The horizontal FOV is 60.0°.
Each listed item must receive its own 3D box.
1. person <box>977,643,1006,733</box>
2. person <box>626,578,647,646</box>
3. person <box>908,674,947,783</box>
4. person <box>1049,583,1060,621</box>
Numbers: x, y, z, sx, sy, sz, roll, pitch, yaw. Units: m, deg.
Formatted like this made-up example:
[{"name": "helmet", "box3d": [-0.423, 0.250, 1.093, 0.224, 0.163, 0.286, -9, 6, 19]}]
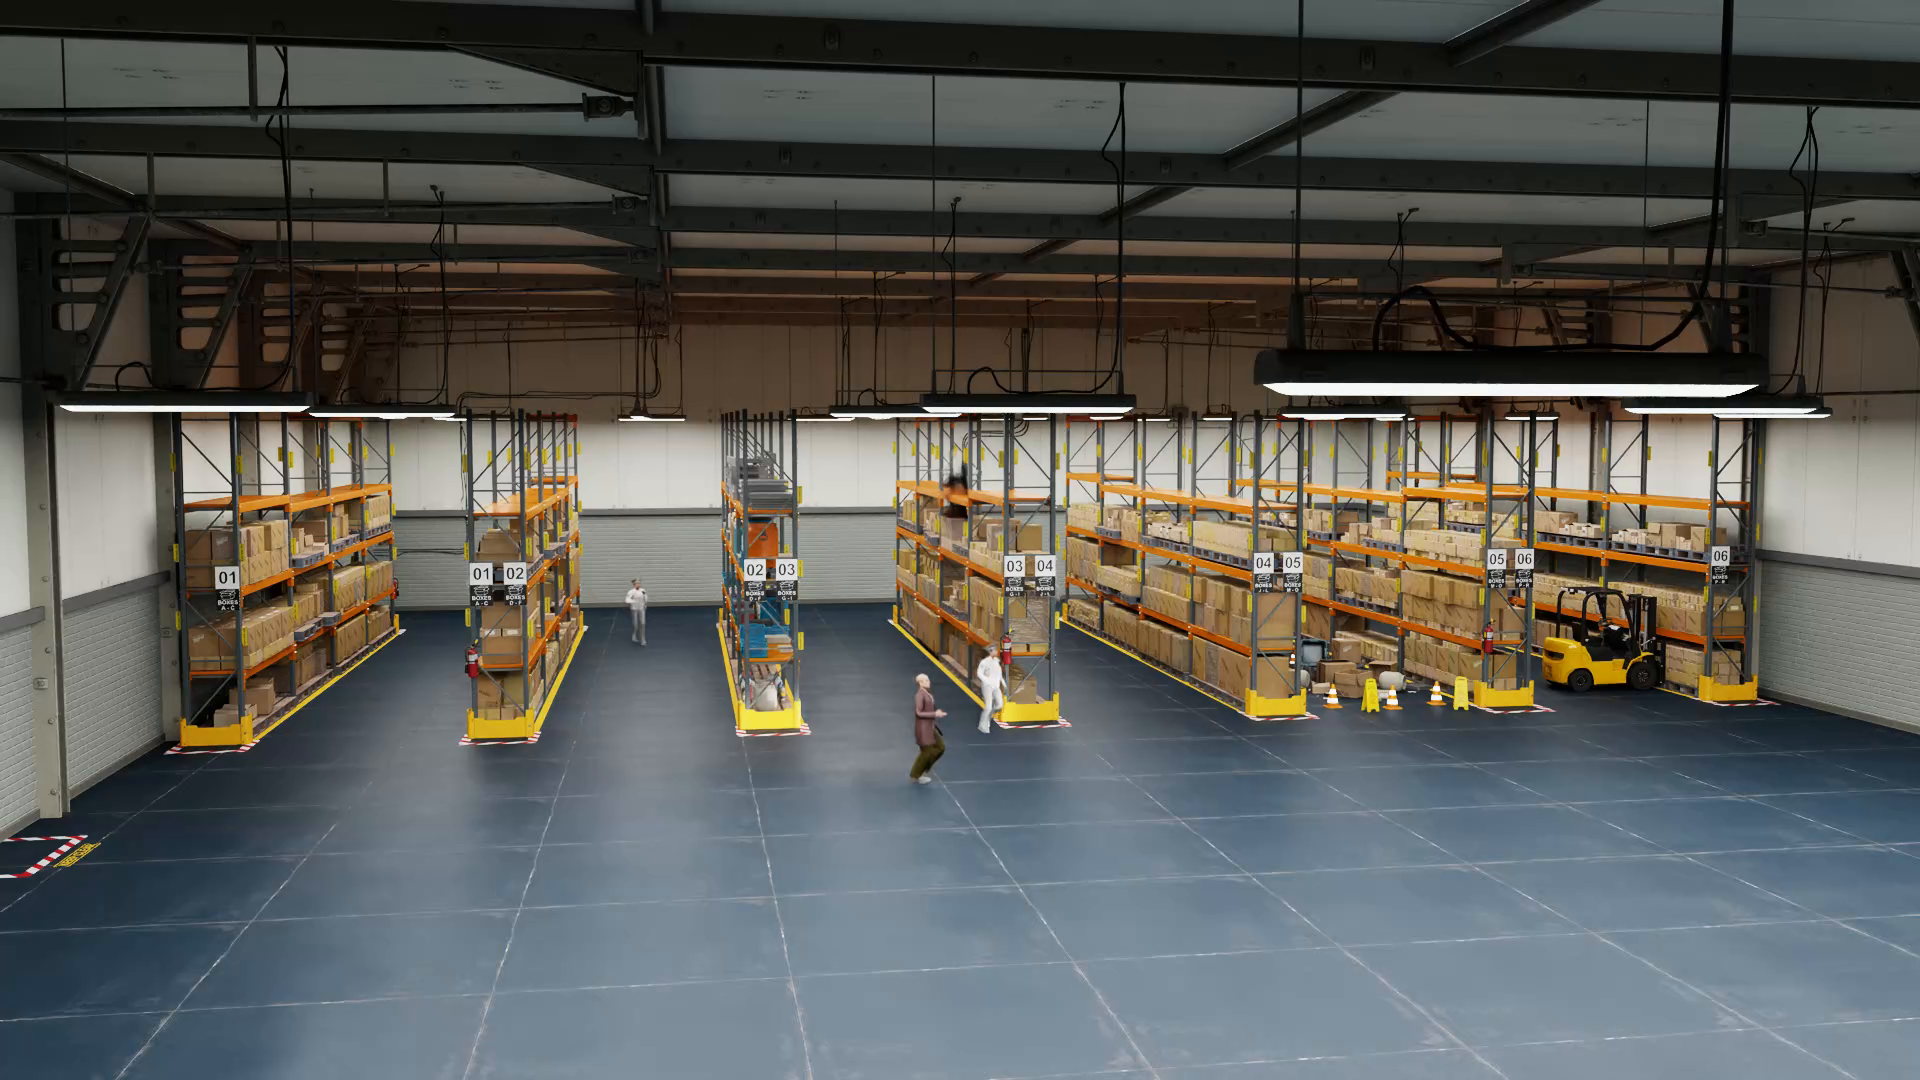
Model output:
[{"name": "person", "box3d": [0.623, 2.746, 30.970, 0.691, 1.650, 0.474, -3, 5, -41]}, {"name": "person", "box3d": [-8.396, 1.851, 43.229, 0.605, 1.731, 0.850, -2, 4, -24]}, {"name": "person", "box3d": [-0.491, 3.004, 26.403, 0.672, 1.762, 0.694, 1, 4, 16]}, {"name": "person", "box3d": [2.394, 1.727, 45.005, 0.663, 1.739, 0.540, 0, 4, -2]}]
